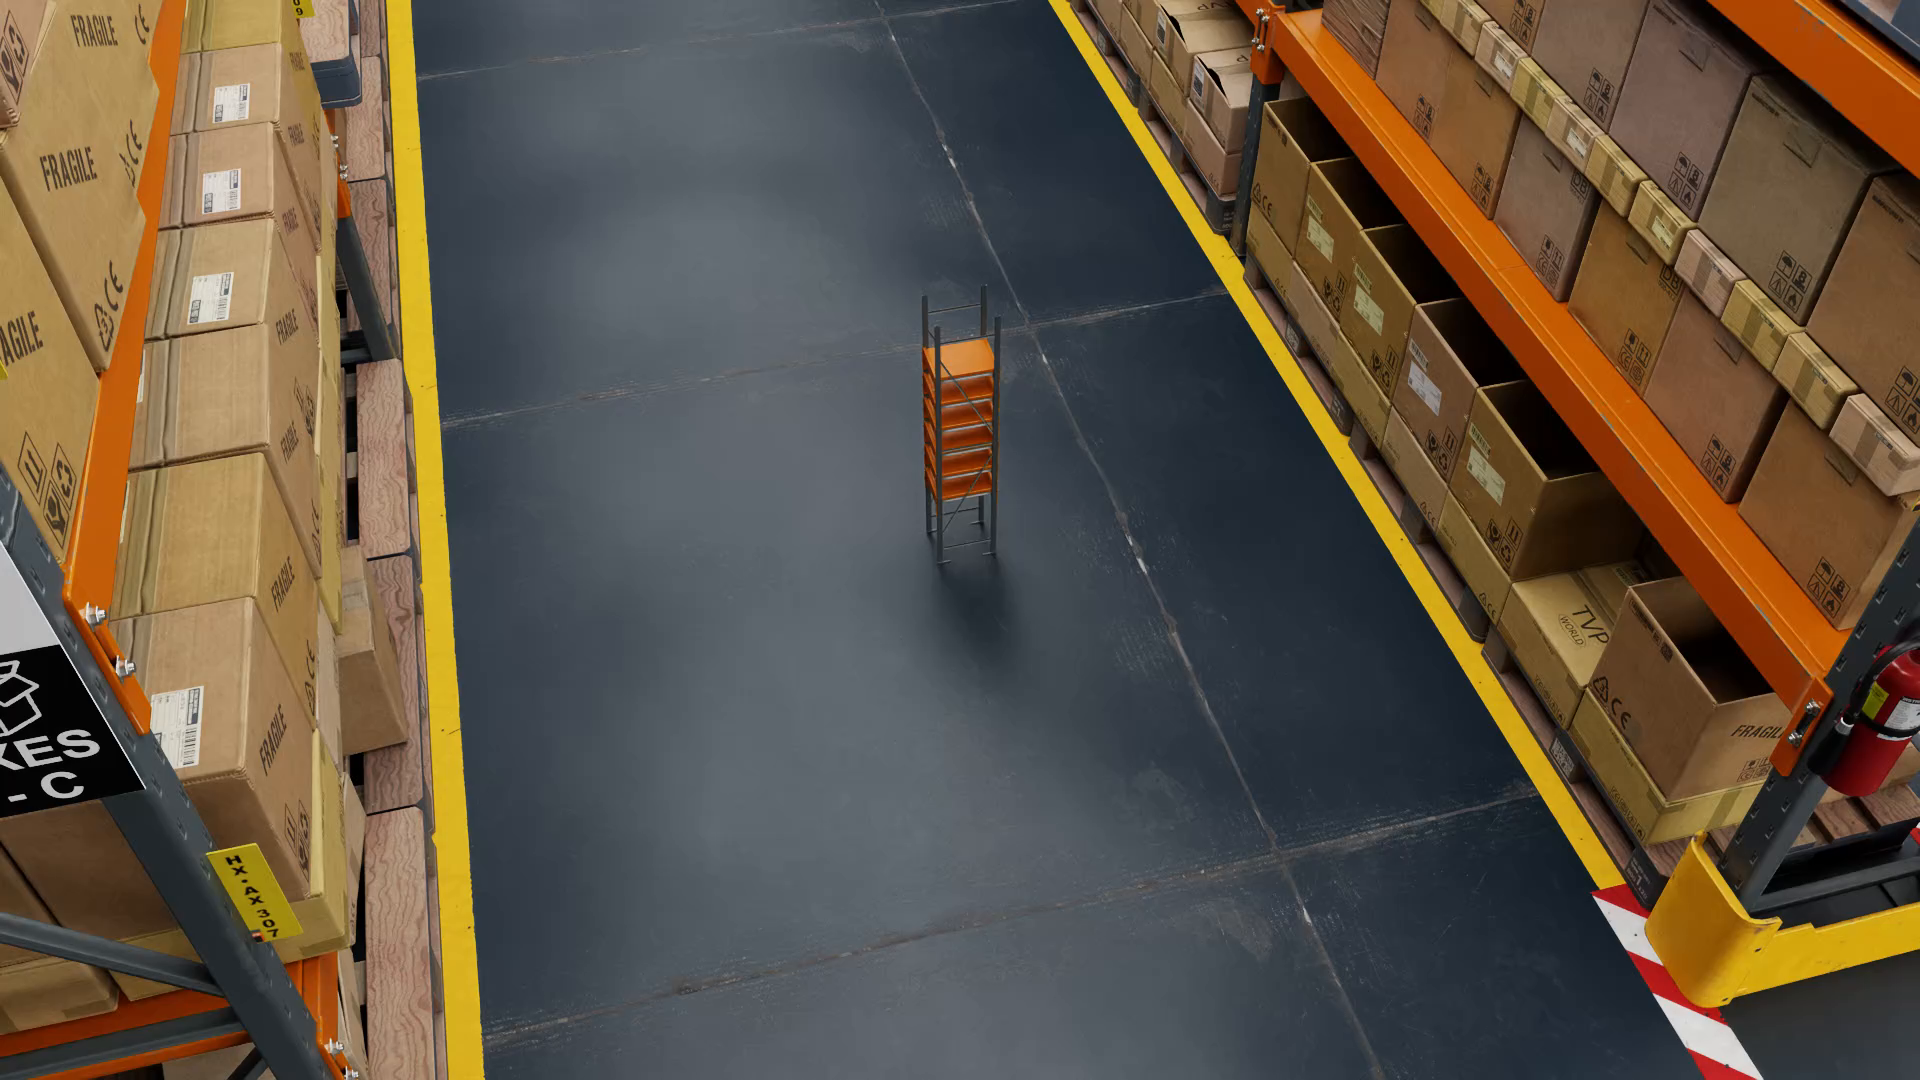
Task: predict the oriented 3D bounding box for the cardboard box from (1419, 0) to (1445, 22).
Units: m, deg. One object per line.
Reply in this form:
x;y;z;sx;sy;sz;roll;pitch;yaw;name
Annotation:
1.903;-2.063;6.147;0.380;0.149;0.250;-11;47;-11;cardboard box

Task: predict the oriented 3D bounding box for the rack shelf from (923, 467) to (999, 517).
0.004;-0.211;6.515;0.258;0.103;0.180;-11;47;-10;rack shelf

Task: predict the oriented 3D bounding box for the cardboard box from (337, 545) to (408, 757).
-2.318;0.434;5.667;0.700;0.500;0.500;-13;47;-13;cardboard box

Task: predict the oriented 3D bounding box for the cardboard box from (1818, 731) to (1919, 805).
2.923;0.613;5.681;0.500;0.250;0.500;-11;47;-10;cardboard box

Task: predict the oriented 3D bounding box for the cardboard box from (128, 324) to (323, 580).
-2.017;-0.186;4.398;0.500;0.500;0.500;-12;47;-12;cardboard box

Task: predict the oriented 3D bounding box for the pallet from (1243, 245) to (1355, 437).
1.984;-1.021;7.603;1.003;0.211;1.213;-11;47;-10;pallet

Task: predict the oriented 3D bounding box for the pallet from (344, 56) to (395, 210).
-3.483;-2.050;8.612;1.003;0.211;1.213;-11;47;-10;pallet

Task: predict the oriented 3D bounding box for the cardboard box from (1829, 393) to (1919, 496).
2.563;-0.283;4.403;0.380;0.149;0.250;-11;47;-11;cardboard box

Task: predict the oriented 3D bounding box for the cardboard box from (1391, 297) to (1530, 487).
2.023;-0.588;6.332;0.500;0.500;0.500;-11;47;-10;cardboard box

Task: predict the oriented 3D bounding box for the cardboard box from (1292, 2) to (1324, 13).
1.833;-2.612;8.448;0.500;0.311;0.500;-11;47;-11;cardboard box

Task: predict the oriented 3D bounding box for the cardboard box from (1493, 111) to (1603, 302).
2.339;-1.220;5.775;0.700;0.500;0.500;-9;46;-9;cardboard box

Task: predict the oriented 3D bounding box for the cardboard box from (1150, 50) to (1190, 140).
1.307;-2.321;8.556;0.500;0.250;0.500;-11;47;-11;cardboard box

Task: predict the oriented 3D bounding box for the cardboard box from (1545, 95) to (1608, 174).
2.164;-1.353;5.452;0.380;0.149;0.250;-11;47;-11;cardboard box

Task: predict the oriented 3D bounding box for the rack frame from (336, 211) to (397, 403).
-2.967;-1.645;6.262;1.000;3.000;0.127;-11;47;-10;rack frame

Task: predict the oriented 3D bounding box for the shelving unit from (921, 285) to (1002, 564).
0.004;-0.410;6.312;0.258;1.200;0.189;-11;47;-10;shelving unit

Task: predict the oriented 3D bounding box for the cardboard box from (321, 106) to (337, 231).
-2.552;-1.328;6.042;0.500;0.250;0.500;-11;47;-10;cardboard box

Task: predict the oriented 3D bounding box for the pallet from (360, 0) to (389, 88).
-3.792;-2.891;9.435;1.003;0.211;1.213;-11;47;-10;pallet

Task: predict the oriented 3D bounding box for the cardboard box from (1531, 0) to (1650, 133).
2.326;-1.698;5.335;0.700;0.500;0.500;-11;47;-10;cardboard box

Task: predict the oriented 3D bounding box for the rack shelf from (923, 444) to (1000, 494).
0.004;-0.295;6.429;0.258;0.103;0.180;-11;47;-10;rack shelf

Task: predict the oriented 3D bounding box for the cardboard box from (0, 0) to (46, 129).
-1.886;-0.991;2.737;0.500;0.500;0.500;-11;47;-11;cardboard box

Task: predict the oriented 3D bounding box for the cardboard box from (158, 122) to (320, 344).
-2.295;-0.899;5.097;0.500;0.500;0.500;-12;47;-11;cardboard box

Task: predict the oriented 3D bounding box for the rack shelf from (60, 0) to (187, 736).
-2.455;-1.063;4.095;1.077;0.370;4.000;-11;47;-10;rack shelf

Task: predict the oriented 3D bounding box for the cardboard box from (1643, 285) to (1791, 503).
2.599;-0.513;5.083;0.700;0.500;0.500;-10;46;-9;cardboard box

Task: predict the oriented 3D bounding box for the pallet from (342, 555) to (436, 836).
-2.445;0.632;5.983;1.003;0.211;1.213;-11;47;-10;pallet

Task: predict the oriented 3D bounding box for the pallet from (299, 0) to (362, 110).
-3.022;-2.132;6.874;1.003;0.211;1.213;-11;47;-10;pallet

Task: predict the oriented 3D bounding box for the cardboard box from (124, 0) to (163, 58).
-2.184;-1.353;3.792;0.500;0.500;0.500;-8;46;-8;cardboard box

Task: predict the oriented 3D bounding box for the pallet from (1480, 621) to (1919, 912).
2.609;0.664;5.952;1.003;0.211;1.213;-11;47;-10;pallet

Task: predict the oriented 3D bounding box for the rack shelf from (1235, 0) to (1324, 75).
1.309;-3.683;8.762;1.077;0.370;4.000;-11;47;-10;rack shelf

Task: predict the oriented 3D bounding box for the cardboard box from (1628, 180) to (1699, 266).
2.299;-0.995;5.101;0.380;0.149;0.250;-9;46;-9;cardboard box

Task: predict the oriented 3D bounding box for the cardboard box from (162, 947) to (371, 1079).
-2.033;1.409;4.843;0.500;0.311;0.500;-16;48;-15;cardboard box

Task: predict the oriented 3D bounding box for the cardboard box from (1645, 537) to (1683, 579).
2.793;0.005;5.751;0.500;0.500;0.500;-11;47;-10;cardboard box

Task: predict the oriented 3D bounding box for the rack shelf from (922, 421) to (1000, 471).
0.004;-0.379;6.343;0.258;0.103;0.180;-11;47;-10;rack shelf

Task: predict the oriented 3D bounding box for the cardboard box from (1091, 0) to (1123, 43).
1.047;-3.026;9.246;0.500;0.250;0.500;-10;46;-10;cardboard box

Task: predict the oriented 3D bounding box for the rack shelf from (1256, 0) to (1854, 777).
2.333;-0.921;6.056;1.077;0.370;4.000;-11;47;-10;rack shelf

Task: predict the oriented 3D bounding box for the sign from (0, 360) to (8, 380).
-1.418;-0.339;2.270;0.100;0.325;0.005;-11;47;-10;sign

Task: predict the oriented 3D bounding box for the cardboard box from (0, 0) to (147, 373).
-1.890;-0.629;3.082;0.500;0.500;0.500;-8;46;-8;cardboard box

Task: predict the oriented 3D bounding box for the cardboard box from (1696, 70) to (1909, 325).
2.584;-1.004;4.656;0.700;0.500;0.500;-12;47;-11;cardboard box

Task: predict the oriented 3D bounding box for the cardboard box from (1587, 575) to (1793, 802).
2.420;0.445;5.320;0.500;0.500;0.500;-11;47;-10;cardboard box

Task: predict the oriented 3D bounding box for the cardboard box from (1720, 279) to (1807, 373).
2.429;-0.640;4.753;0.380;0.149;0.250;-11;47;-11;cardboard box

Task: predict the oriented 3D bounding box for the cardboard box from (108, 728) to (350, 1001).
-1.761;0.767;3.989;0.500;0.250;0.500;-12;47;-11;cardboard box

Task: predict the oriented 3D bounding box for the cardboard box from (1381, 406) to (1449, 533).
2.027;-0.326;6.601;0.500;0.250;0.500;-11;47;-10;cardboard box

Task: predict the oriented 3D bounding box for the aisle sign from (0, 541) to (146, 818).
-1.634;0.201;2.632;0.394;0.787;0.004;-11;47;-10;aisle sign

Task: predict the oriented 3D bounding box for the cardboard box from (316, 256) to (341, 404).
-2.289;-0.638;5.366;0.500;0.250;0.500;-11;47;-11;cardboard box

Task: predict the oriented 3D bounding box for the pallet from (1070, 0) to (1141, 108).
1.279;-2.923;9.467;1.003;0.211;1.213;-11;47;-10;pallet

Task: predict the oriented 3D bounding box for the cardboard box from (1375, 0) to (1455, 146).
2.082;-1.920;6.462;0.700;0.500;0.500;-11;47;-11;cardboard box

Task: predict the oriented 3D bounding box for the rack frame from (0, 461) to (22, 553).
-1.943;-0.983;1.413;1.000;3.000;0.127;-11;47;-10;rack frame

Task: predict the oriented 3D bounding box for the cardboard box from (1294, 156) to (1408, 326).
1.773;-1.279;7.010;0.500;0.500;0.500;-11;47;-10;cardboard box

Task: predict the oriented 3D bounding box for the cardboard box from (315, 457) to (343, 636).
-2.032;0.058;4.684;0.500;0.250;0.500;-11;47;-11;cardboard box

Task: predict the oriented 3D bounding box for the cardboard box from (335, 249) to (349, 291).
-3.171;-1.429;7.493;0.700;0.500;0.500;-9;46;-9;cardboard box

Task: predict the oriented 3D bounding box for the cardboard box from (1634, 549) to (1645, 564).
2.664;-0.077;6.357;0.500;0.250;0.500;-11;47;-10;cardboard box

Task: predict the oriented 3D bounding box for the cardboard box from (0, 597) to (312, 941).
-1.774;0.515;3.711;0.500;0.500;0.500;-11;47;-10;cardboard box

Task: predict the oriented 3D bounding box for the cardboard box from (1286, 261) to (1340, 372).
1.770;-1.016;7.277;0.500;0.250;0.500;-11;47;-10;cardboard box

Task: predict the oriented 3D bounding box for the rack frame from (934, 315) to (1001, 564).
0.027;-0.347;6.250;0.240;1.200;0.006;-11;47;-10;rack frame

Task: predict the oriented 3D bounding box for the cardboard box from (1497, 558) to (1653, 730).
2.283;0.364;5.924;0.500;0.250;0.500;-11;47;-10;cardboard box

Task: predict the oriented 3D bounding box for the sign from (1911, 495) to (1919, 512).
2.317;-0.190;3.860;0.100;0.325;0.005;-11;47;-10;sign

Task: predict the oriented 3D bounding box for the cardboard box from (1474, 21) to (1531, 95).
2.036;-1.706;5.797;0.380;0.149;0.250;-12;47;-11;cardboard box

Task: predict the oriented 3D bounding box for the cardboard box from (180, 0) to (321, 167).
-2.547;-1.592;5.776;0.500;0.500;0.500;-11;47;-10;cardboard box

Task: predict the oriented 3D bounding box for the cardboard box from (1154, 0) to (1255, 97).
1.301;-2.520;8.358;0.500;0.311;0.500;-10;46;-9;cardboard box
